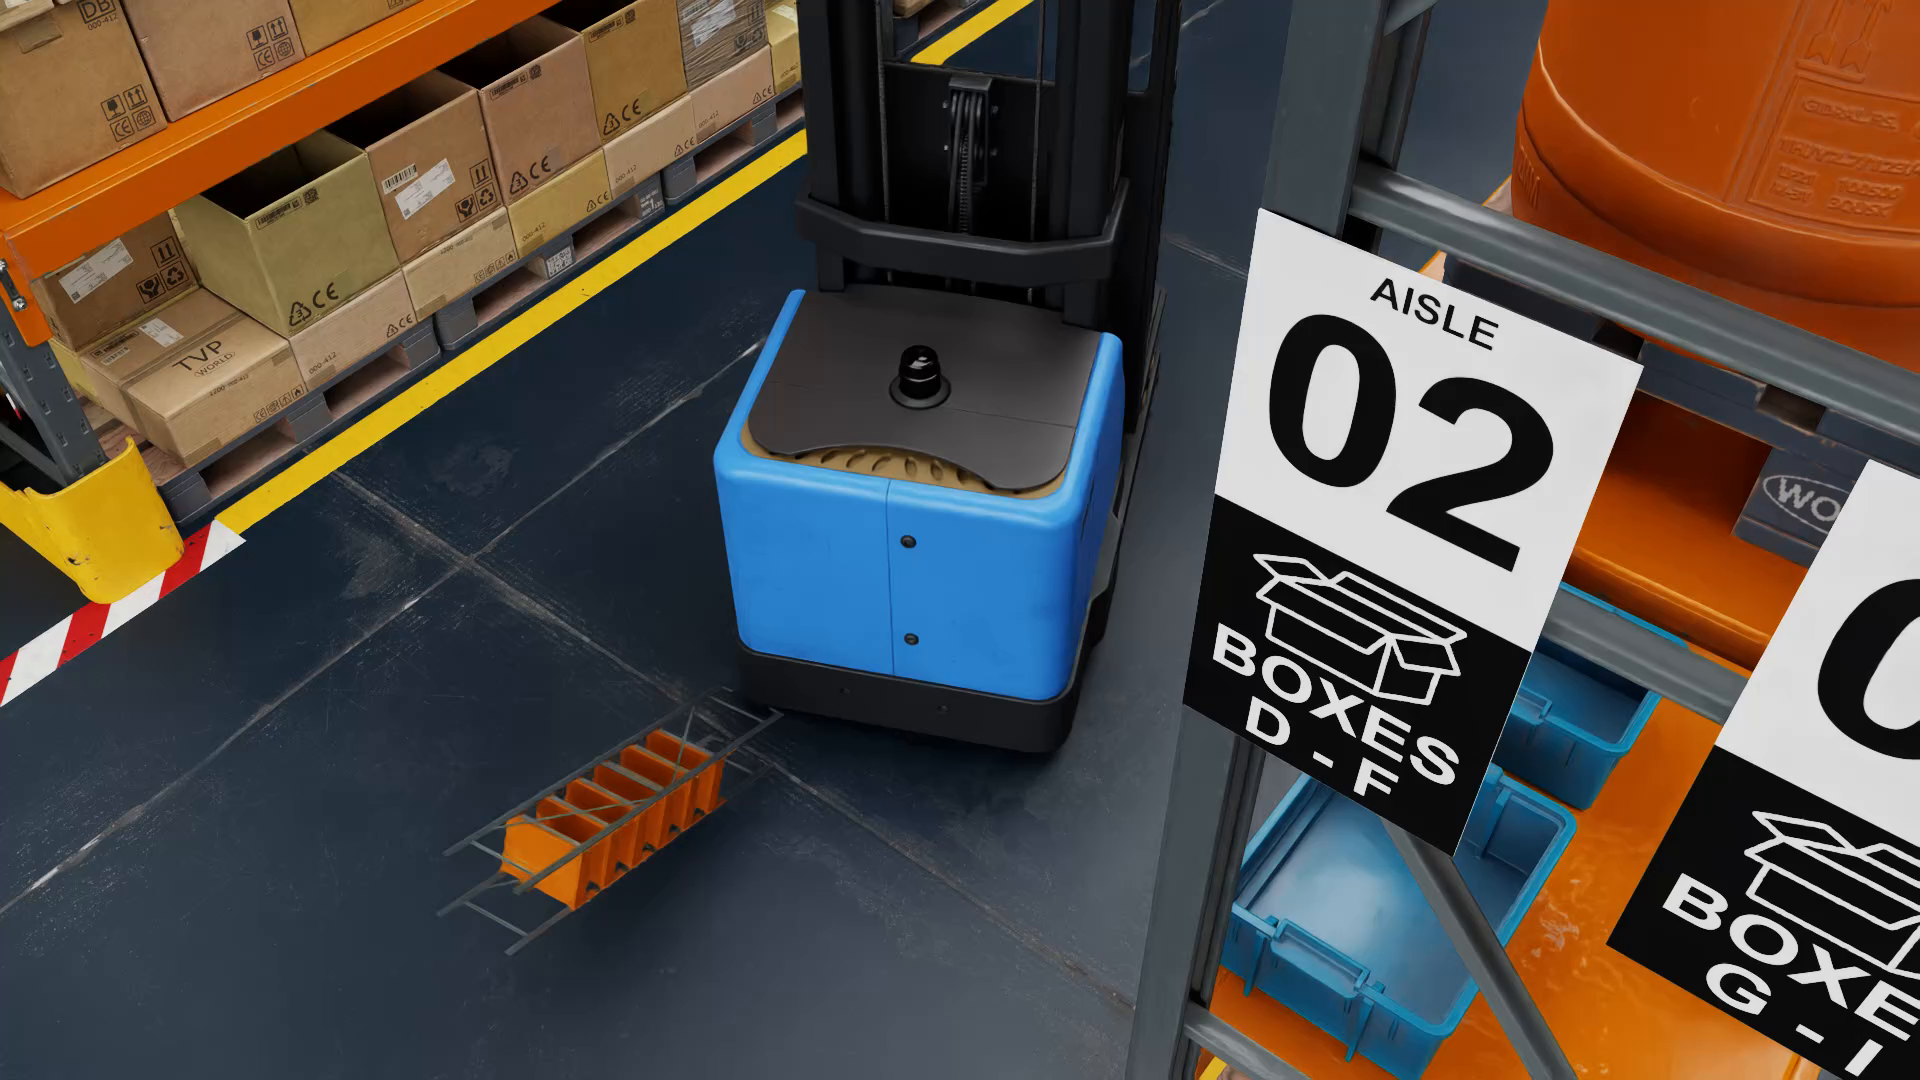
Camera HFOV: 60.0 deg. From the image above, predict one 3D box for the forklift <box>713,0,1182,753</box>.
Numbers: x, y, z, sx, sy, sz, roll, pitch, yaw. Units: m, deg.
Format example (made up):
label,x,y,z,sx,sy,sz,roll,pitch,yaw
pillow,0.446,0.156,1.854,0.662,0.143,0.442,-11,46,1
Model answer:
label,x,y,z,sx,sy,sz,roll,pitch,yaw
forklift,0.134,-1.454,5.112,1.130,2.935,3.031,9,47,9

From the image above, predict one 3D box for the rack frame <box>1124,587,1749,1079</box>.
label,x,y,z,sx,sy,sz,roll,pitch,yaw
rack frame,0.732,1.019,2.702,1.000,3.000,0.127,29,53,25

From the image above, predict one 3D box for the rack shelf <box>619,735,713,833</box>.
label,x,y,z,sx,sy,sz,roll,pitch,yaw
rack shelf,-0.844,0.683,4.715,0.258,0.180,0.103,22,24,20

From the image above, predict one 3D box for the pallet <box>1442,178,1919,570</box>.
label,x,y,z,sx,sy,sz,roll,pitch,yaw
pallet,1.315,-0.382,2.096,1.003,0.211,1.213,29,53,25

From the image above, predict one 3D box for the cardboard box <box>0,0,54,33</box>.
label,x,y,z,sx,sy,sz,roll,pitch,yaw
cardboard box,-2.776,-1.561,4.649,0.380,0.149,0.250,29,53,25

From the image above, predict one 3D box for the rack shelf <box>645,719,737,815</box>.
label,x,y,z,sx,sy,sz,roll,pitch,yaw
rack shelf,-0.792,0.651,4.818,0.258,0.180,0.103,22,24,20

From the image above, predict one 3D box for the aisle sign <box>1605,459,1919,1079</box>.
label,x,y,z,sx,sy,sz,roll,pitch,yaw
aisle sign,0.919,0.292,1.599,0.394,0.787,0.004,29,53,25

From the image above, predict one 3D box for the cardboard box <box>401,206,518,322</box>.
label,x,y,z,sx,sy,sz,roll,pitch,yaw
cardboard box,-2.073,-1.150,6.385,0.500,0.250,0.500,29,53,25

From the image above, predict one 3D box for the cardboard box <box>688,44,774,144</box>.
label,x,y,z,sx,sy,sz,roll,pitch,yaw
cardboard box,-1.164,-2.013,7.210,0.500,0.250,0.500,29,53,25

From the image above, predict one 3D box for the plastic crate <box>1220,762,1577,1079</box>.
label,x,y,z,sx,sy,sz,roll,pitch,yaw
plastic crate,0.801,0.652,3.156,0.499,0.251,0.616,29,53,25

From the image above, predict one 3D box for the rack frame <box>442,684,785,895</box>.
label,x,y,z,sx,sy,sz,roll,pitch,yaw
rack frame,-0.897,0.645,4.538,0.240,0.006,1.200,22,24,20

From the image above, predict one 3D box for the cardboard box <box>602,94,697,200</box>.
label,x,y,z,sx,sy,sz,roll,pitch,yaw
cardboard box,-1.458,-1.720,6.930,0.500,0.250,0.500,29,53,25

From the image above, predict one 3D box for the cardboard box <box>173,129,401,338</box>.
label,x,y,z,sx,sy,sz,roll,pitch,yaw
cardboard box,-2.378,-1.122,5.840,0.500,0.500,0.500,29,53,25

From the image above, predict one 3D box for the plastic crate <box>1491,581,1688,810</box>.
label,x,y,z,sx,sy,sz,roll,pitch,yaw
plastic crate,1.202,0.283,3.508,0.499,0.251,0.408,29,53,25

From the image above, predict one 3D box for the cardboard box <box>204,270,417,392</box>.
label,x,y,z,sx,sy,sz,roll,pitch,yaw
cardboard box,-2.379,-0.864,6.112,0.500,0.250,0.500,29,53,25

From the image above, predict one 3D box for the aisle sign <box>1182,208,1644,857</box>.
label,x,y,z,sx,sy,sz,roll,pitch,yaw
aisle sign,0.452,0.031,1.848,0.394,0.787,0.004,29,53,25

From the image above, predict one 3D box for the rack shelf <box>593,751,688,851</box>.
label,x,y,z,sx,sy,sz,roll,pitch,yaw
rack shelf,-0.897,0.716,4.612,0.258,0.180,0.103,22,24,20

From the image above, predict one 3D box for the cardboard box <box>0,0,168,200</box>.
label,x,y,z,sx,sy,sz,roll,pitch,yaw
cardboard box,-2.890,-1.469,5.009,0.700,0.500,0.500,29,53,25

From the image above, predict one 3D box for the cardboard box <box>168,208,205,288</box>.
label,x,y,z,sx,sy,sz,roll,pitch,yaw
cardboard box,-2.796,-1.097,6.335,0.500,0.250,0.500,29,53,25

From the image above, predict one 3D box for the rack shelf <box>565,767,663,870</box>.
label,x,y,z,sx,sy,sz,roll,pitch,yaw
rack shelf,-0.950,0.748,4.509,0.258,0.180,0.103,22,24,20

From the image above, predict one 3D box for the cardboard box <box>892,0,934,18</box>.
label,x,y,z,sx,sy,sz,roll,pitch,yaw
cardboard box,-0.298,-2.778,7.940,0.500,0.250,0.500,28,52,24

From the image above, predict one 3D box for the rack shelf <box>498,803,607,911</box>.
label,x,y,z,sx,sy,sz,roll,pitch,yaw
rack shelf,-1.055,0.813,4.303,0.258,0.180,0.103,22,24,20

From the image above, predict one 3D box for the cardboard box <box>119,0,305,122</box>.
label,x,y,z,sx,sy,sz,roll,pitch,yaw
cardboard box,-2.573,-1.771,5.299,0.700,0.500,0.500,31,53,26

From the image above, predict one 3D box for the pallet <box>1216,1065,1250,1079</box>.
label,x,y,z,sx,sy,sz,roll,pitch,yaw
pallet,1.242,1.456,4.213,1.003,0.211,1.213,29,53,25

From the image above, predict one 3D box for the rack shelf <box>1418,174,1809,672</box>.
label,x,y,z,sx,sy,sz,roll,pitch,yaw
rack shelf,1.954,-0.913,2.971,1.077,0.370,4.000,29,53,25

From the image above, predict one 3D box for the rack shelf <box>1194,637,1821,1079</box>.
label,x,y,z,sx,sy,sz,roll,pitch,yaw
rack shelf,1.954,0.123,4.055,1.077,0.370,4.000,29,53,25

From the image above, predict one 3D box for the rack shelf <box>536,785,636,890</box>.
label,x,y,z,sx,sy,sz,roll,pitch,yaw
rack shelf,-1.003,0.780,4.406,0.258,0.180,0.103,22,24,20

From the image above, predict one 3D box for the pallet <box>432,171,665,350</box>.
label,x,y,z,sx,sy,sz,roll,pitch,yaw
pallet,-2.005,-1.361,6.904,1.003,0.211,1.213,29,53,25

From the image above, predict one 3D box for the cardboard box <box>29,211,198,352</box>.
label,x,y,z,sx,sy,sz,roll,pitch,yaw
cardboard box,-3.094,-1.065,5.786,0.500,0.500,0.500,29,53,25

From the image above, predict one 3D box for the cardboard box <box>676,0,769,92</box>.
label,x,y,z,sx,sy,sz,roll,pitch,yaw
cardboard box,-1.166,-2.273,6.939,0.500,0.500,0.500,29,53,25

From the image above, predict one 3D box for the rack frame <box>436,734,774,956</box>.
label,x,y,z,sx,sy,sz,roll,pitch,yaw
rack frame,-0.936,0.809,4.610,0.240,0.006,1.200,22,24,20

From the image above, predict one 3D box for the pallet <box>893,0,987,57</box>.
label,x,y,z,sx,sy,sz,roll,pitch,yaw
pallet,-0.321,-2.937,8.410,1.003,0.211,1.213,29,53,25

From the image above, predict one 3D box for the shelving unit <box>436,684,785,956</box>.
label,x,y,z,sx,sy,sz,roll,pitch,yaw
shelving unit,-0.917,0.727,4.574,0.258,0.189,1.200,22,24,20

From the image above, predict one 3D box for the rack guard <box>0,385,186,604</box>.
label,x,y,z,sx,sy,sz,roll,pitch,yaw
rack guard,-3.201,-0.296,5.687,1.175,0.500,0.348,29,53,25

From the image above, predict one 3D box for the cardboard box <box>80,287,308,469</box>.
label,x,y,z,sx,sy,sz,roll,pitch,yaw
cardboard box,-2.682,-0.576,5.837,0.500,0.250,0.500,29,53,25

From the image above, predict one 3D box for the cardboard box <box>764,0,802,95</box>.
label,x,y,z,sx,sy,sz,roll,pitch,yaw
cardboard box,-0.851,-2.295,7.479,0.500,0.250,0.500,29,53,25

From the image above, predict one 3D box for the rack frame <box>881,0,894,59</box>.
label,x,y,z,sx,sy,sz,roll,pitch,yaw
rack frame,-0.740,-3.462,6.982,1.000,3.000,0.127,29,53,25

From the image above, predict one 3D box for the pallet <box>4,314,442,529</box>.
label,x,y,z,sx,sy,sz,roll,pitch,yaw
pallet,-2.752,-0.666,6.240,1.003,0.211,1.213,29,53,25

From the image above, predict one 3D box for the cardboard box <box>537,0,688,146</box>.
label,x,y,z,sx,sy,sz,roll,pitch,yaw
cardboard box,-1.469,-1.985,6.664,0.500,0.500,0.500,29,53,25

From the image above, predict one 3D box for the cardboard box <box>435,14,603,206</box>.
label,x,y,z,sx,sy,sz,roll,pitch,yaw
cardboard box,-1.763,-1.693,6.385,0.500,0.500,0.500,29,53,25

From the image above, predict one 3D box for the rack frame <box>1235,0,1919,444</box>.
label,x,y,z,sx,sy,sz,roll,pitch,yaw
rack frame,0.732,-1.053,0.533,1.000,3.000,0.127,29,53,25

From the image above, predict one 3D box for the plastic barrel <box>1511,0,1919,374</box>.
label,x,y,z,sx,sy,sz,roll,pitch,yaw
plastic barrel,0.928,-0.644,1.629,0.600,0.830,0.708,29,53,25

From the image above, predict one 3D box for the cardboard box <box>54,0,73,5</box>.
label,x,y,z,sx,sy,sz,roll,pitch,yaw
cardboard box,-2.616,-1.713,4.794,0.380,0.149,0.250,28,52,24

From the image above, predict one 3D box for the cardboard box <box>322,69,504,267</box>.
label,x,y,z,sx,sy,sz,roll,pitch,yaw
cardboard box,-2.082,-1.414,6.119,0.500,0.500,0.500,29,53,25

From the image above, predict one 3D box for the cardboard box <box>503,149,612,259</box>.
label,x,y,z,sx,sy,sz,roll,pitch,yaw
cardboard box,-1.764,-1.434,6.657,0.500,0.250,0.500,29,53,25

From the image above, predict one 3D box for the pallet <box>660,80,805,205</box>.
label,x,y,z,sx,sy,sz,roll,pitch,yaw
pallet,-1.260,-2.062,7.574,1.003,0.211,1.213,29,53,25

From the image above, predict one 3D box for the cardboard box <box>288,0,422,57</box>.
label,x,y,z,sx,sy,sz,roll,pitch,yaw
cardboard box,-2.265,-2.053,5.567,0.700,0.500,0.500,30,53,25

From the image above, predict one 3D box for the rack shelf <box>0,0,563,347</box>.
label,x,y,z,sx,sy,sz,roll,pitch,yaw
rack shelf,-1.963,-2.069,6.149,1.077,0.370,4.000,29,53,25

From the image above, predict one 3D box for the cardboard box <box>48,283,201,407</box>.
label,x,y,z,sx,sy,sz,roll,pitch,yaw
cardboard box,-3.092,-0.805,6.056,0.500,0.250,0.500,29,53,25

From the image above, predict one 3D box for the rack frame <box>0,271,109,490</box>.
label,x,y,z,sx,sy,sz,roll,pitch,yaw
rack frame,-3.186,-1.173,4.796,1.000,3.000,0.127,29,53,25
